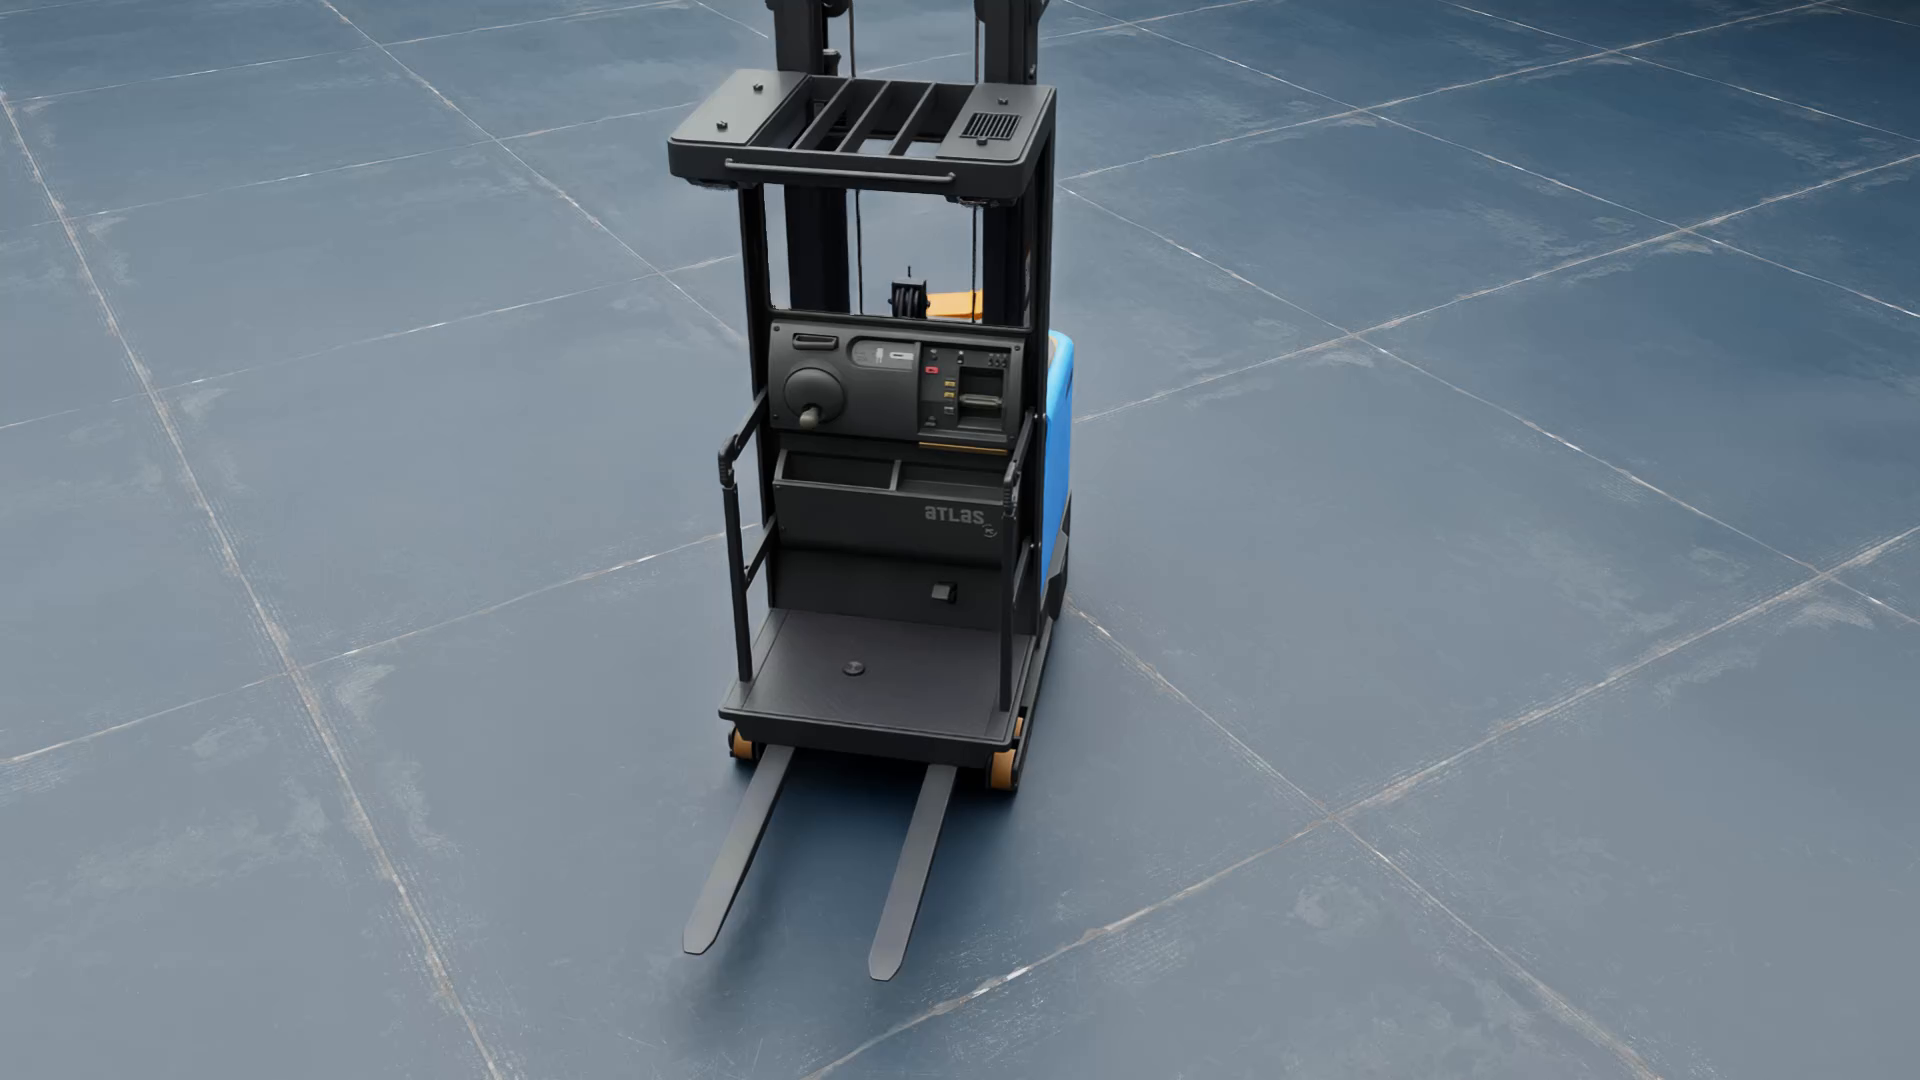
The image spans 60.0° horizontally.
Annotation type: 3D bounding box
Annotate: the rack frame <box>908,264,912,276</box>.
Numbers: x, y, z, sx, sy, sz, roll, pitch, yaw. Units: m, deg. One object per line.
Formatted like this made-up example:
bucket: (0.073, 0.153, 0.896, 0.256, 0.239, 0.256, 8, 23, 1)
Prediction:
rack frame: (-0.212, -0.669, 7.685, 0.015, 1.200, 0.240, -3, 32, -5)

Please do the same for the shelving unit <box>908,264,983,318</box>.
shelving unit: (0.030, -0.683, 7.708, 0.503, 1.200, 0.258, -3, 32, -5)

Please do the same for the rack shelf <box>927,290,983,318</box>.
rack shelf: (0.030, -1.015, 7.498, 0.480, 0.148, 0.258, -3, 32, -5)

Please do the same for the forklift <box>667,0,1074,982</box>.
forklift: (-0.271, -0.508, 5.809, 1.130, 2.935, 3.031, 6, 33, 9)
